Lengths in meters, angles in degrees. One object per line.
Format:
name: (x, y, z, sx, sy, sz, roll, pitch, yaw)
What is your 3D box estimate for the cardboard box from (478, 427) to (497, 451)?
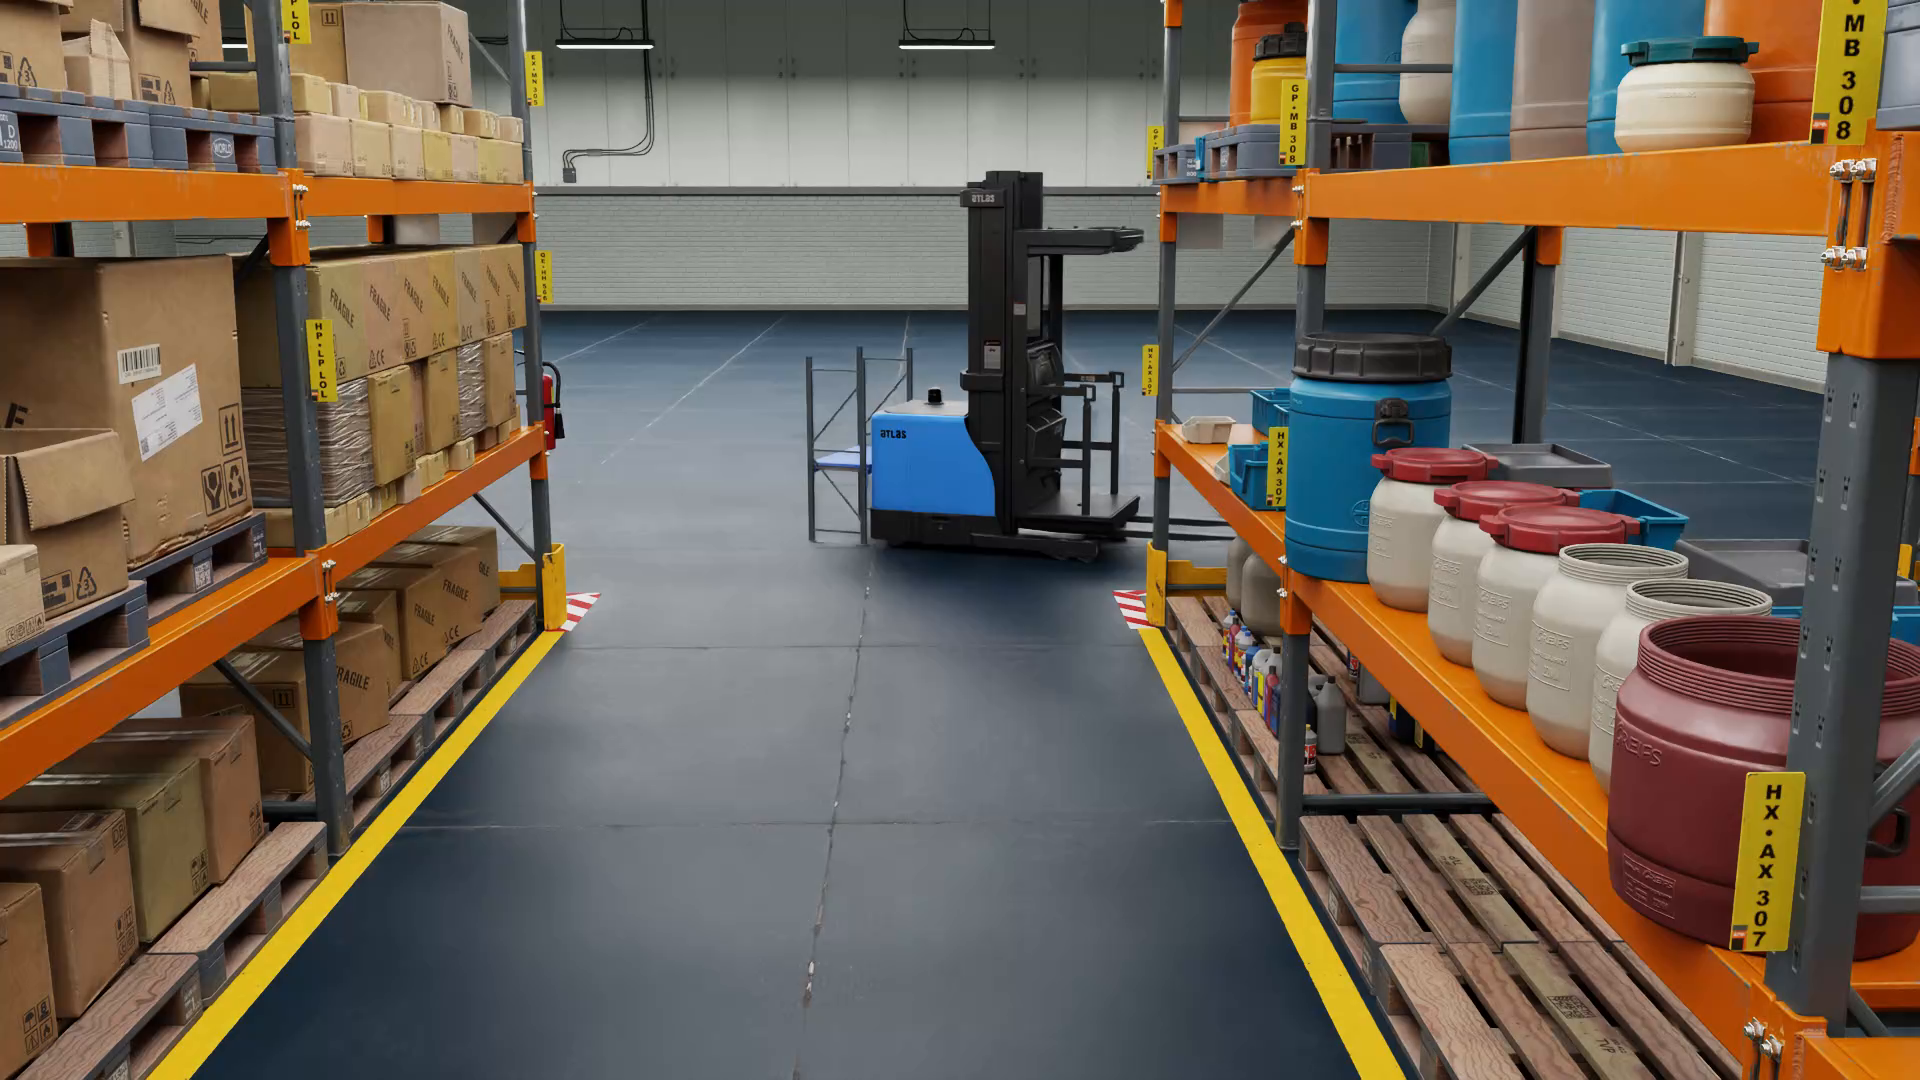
cardboard box: (-2.914, -0.610, 9.653, 0.380, 0.149, 0.250, 0, 11, -1)

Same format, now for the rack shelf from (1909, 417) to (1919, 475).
rack shelf: (6.769, -0.228, 8.946, 1.077, 0.370, 4.000, 0, 11, -1)

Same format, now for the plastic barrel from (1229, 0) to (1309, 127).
plastic barrel: (1.912, -2.748, 9.881, 0.600, 0.830, 0.708, 0, 11, -1)

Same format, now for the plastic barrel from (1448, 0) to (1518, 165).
plastic barrel: (2.085, -1.778, 5.976, 0.600, 0.901, 0.708, 0, 11, -1)

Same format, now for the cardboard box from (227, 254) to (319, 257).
cardboard box: (-3.400, -1.115, 7.994, 0.500, 0.500, 0.500, 0, 11, -1)

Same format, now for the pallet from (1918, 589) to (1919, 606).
pallet: (6.785, 0.541, 10.363, 1.003, 0.211, 1.213, 0, 11, -1)

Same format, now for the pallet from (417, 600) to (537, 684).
pallet: (-3.194, 0.606, 10.043, 1.003, 0.211, 1.213, 0, 11, -1)

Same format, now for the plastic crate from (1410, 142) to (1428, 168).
plastic crate: (2.097, -1.844, 8.092, 0.336, 0.188, 0.450, 0, 11, -1)

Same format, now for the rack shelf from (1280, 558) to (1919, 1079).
rack shelf: (1.899, 0.587, 4.930, 1.077, 0.370, 4.000, 0, 11, -1)

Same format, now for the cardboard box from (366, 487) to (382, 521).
cardboard box: (-2.823, -0.163, 7.449, 0.380, 0.149, 0.250, 0, 11, -1)

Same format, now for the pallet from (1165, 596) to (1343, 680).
pallet: (1.835, 0.585, 10.145, 1.003, 0.211, 1.213, 0, 11, -1)

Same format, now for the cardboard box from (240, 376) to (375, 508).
cardboard box: (-3.042, -0.427, 7.120, 0.875, 0.500, 0.500, 0, 11, -1)

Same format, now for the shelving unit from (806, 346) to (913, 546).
shelving unit: (-0.811, -0.800, 13.729, 0.538, 1.500, 1.048, 4, 12, 19)

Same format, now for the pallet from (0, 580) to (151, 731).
pallet: (-3.093, 0.353, 4.756, 1.003, 0.211, 1.213, 0, 11, -1)

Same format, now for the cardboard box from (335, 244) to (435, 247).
cardboard box: (-3.438, -1.512, 9.954, 0.500, 0.500, 0.500, 0, 11, -1)

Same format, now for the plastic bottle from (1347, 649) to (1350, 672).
plastic bottle: (2.123, 0.572, 8.923, 0.061, 0.283, 0.133, 0, 11, -1)

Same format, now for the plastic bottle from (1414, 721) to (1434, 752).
plastic bottle: (2.149, 0.824, 7.679, 0.061, 0.283, 0.133, 0, 11, -1)

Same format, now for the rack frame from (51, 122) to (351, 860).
rack frame: (-3.094, -0.143, 6.718, 1.000, 3.000, 0.127, 0, 11, -1)

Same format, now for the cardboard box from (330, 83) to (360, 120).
cardboard box: (-2.851, -1.907, 7.246, 0.380, 0.149, 0.250, 0, 11, -1)

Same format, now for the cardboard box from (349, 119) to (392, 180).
cardboard box: (-2.863, -1.735, 7.399, 0.500, 0.250, 0.500, 0, 11, -2)

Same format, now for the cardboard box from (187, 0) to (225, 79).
cardboard box: (-3.359, -2.141, 6.766, 0.500, 0.500, 0.500, -1, 11, -3)

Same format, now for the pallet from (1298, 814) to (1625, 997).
pallet: (1.913, 1.360, 6.327, 1.003, 0.211, 1.213, 0, 11, -1)

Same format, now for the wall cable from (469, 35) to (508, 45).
wall cable: (-12.494, -13.435, 40.815, 3.097, 2.526, 0.112, 0, 11, -1)

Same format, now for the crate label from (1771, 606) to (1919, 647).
crate label: (2.190, 0.416, 3.874, 0.502, 0.435, 0.616, 0, 11, -1)

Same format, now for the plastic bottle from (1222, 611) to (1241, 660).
plastic bottle: (1.501, 0.525, 9.182, 0.097, 0.271, 0.097, 0, 11, 0)

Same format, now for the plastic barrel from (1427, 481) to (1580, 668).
plastic barrel: (1.673, 0.107, 5.144, 0.433, 0.535, 0.433, 0, 11, 0)

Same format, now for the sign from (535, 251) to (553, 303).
sign: (-2.622, -1.658, 10.482, 0.100, 0.325, 0.005, 0, 11, -1)

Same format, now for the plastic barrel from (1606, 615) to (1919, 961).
plastic barrel: (1.628, 0.475, 3.334, 0.600, 0.536, 0.708, 0, 11, -1)

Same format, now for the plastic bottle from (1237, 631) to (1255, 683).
plastic bottle: (1.510, 0.613, 8.748, 0.097, 0.271, 0.097, 0, 11, 0)

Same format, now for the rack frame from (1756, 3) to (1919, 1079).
rack frame: (1.940, 0.632, 2.899, 1.000, 3.000, 0.127, 0, 11, -1)

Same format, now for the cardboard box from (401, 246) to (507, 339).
cardboard box: (-2.902, -1.415, 9.474, 0.500, 0.500, 0.500, 0, 11, -1)

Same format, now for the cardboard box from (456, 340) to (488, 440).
cardboard box: (-3.096, -0.825, 9.080, 0.875, 0.500, 0.500, 0, 11, -1)

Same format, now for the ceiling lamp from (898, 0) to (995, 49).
ceiling lamp: (-0.279, -11.809, 34.452, 2.000, 3.185, 0.800, 0, 11, -1)

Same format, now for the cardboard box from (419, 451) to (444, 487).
cardboard box: (-2.842, -0.362, 8.429, 0.380, 0.149, 0.250, 0, 11, -1)

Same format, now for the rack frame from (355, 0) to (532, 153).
rack frame: (-3.177, -3.878, 10.041, 1.000, 3.000, 0.127, 0, 11, -1)

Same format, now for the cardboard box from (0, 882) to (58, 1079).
cardboard box: (-3.088, 1.306, 4.758, 0.700, 0.500, 0.500, 1, 11, 4)

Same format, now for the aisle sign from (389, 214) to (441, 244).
aisle sign: (-3.478, -2.223, 10.433, 0.394, 0.787, 0.004, 0, 11, -1)

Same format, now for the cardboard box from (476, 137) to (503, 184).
cardboard box: (-2.900, -2.140, 9.397, 0.500, 0.250, 0.500, 0, 11, -1)

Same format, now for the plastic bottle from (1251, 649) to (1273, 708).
plastic bottle: (1.546, 0.695, 8.334, 0.152, 0.276, 0.135, 0, 11, 0)

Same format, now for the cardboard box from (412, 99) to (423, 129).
cardboard box: (-2.897, -2.111, 8.248, 0.380, 0.149, 0.250, 0, 11, 0)

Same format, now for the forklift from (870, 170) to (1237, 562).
forklift: (0.858, -1.384, 13.011, 3.031, 2.935, 1.130, 4, 12, 18)

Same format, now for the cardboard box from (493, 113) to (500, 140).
cardboard box: (-2.856, -2.370, 9.525, 0.380, 0.149, 0.250, -1, 11, -4)

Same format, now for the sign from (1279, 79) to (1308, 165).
sign: (1.307, -1.637, 6.519, 0.100, 0.325, 0.005, 0, 11, -1)

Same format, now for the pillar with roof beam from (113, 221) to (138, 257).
pillar with roof beam: (-15.250, -9.655, 38.517, 9.100, 9.000, 0.548, 0, 11, -1)

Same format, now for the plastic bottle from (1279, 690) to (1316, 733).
plastic bottle: (1.556, 0.793, 7.663, 0.144, 0.351, 0.185, -1, 11, -3)

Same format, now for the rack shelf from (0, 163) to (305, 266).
rack shelf: (-3.053, -0.863, 4.531, 1.077, 0.370, 4.000, 0, 11, -1)

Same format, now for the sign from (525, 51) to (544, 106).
sign: (-2.622, -2.840, 10.242, 0.100, 0.325, 0.005, 0, 11, -1)

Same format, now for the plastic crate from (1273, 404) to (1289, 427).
plastic crate: (2.092, -0.658, 9.631, 0.499, 0.251, 0.408, 0, 11, -1)

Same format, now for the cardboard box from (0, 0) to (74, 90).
cardboard box: (-3.163, -1.588, 4.982, 0.797, 0.503, 0.637, 0, 11, 1)

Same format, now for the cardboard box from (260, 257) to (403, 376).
cardboard box: (-2.861, -1.017, 7.515, 0.500, 0.500, 0.500, 0, 11, -1)

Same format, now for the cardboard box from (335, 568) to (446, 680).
cardboard box: (-3.140, 0.449, 9.033, 0.500, 0.500, 0.500, 1, 11, 4)
